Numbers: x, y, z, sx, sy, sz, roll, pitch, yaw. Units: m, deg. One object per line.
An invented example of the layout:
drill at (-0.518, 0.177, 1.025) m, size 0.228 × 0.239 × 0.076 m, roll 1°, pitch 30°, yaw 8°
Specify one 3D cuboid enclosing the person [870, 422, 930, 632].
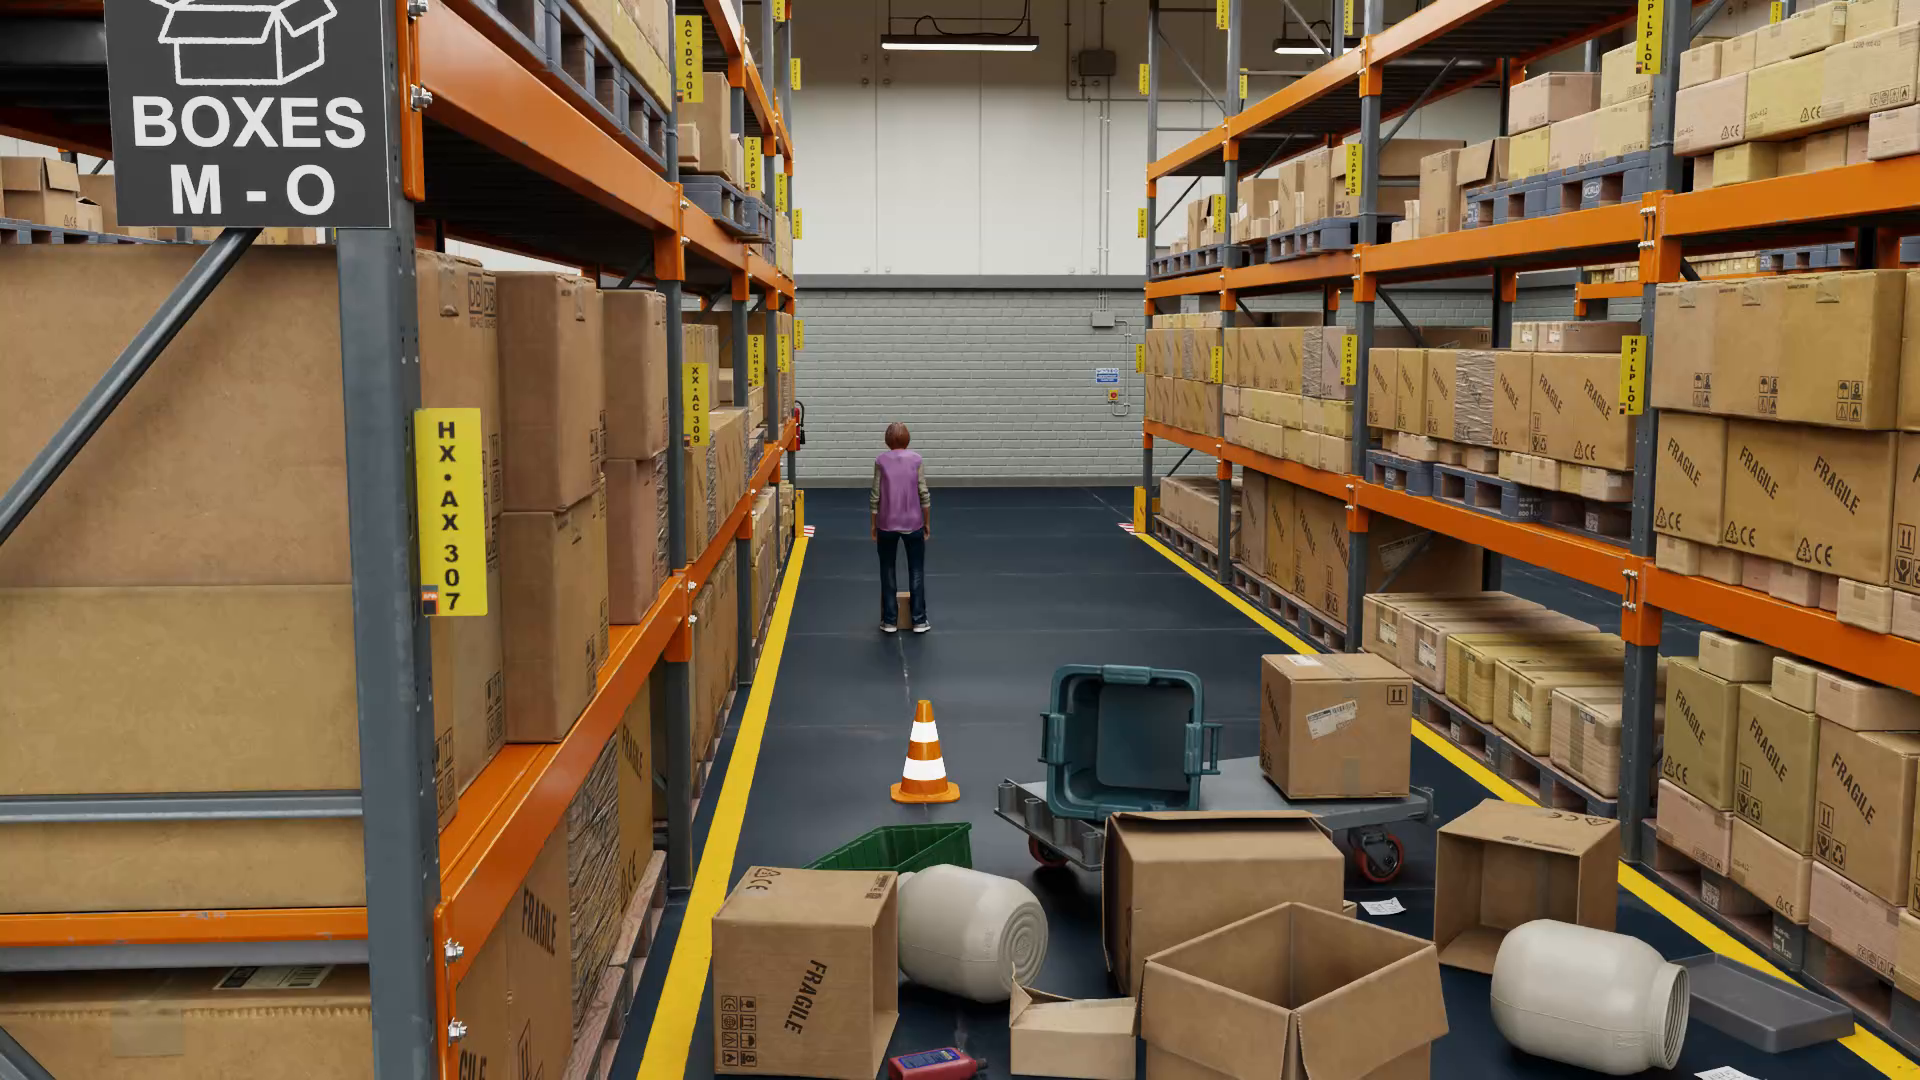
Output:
person at (-0.453, -0.092, 12.550) m, size 0.459 × 1.591 × 0.369 m, roll 0°, pitch 7°, yaw -4°
